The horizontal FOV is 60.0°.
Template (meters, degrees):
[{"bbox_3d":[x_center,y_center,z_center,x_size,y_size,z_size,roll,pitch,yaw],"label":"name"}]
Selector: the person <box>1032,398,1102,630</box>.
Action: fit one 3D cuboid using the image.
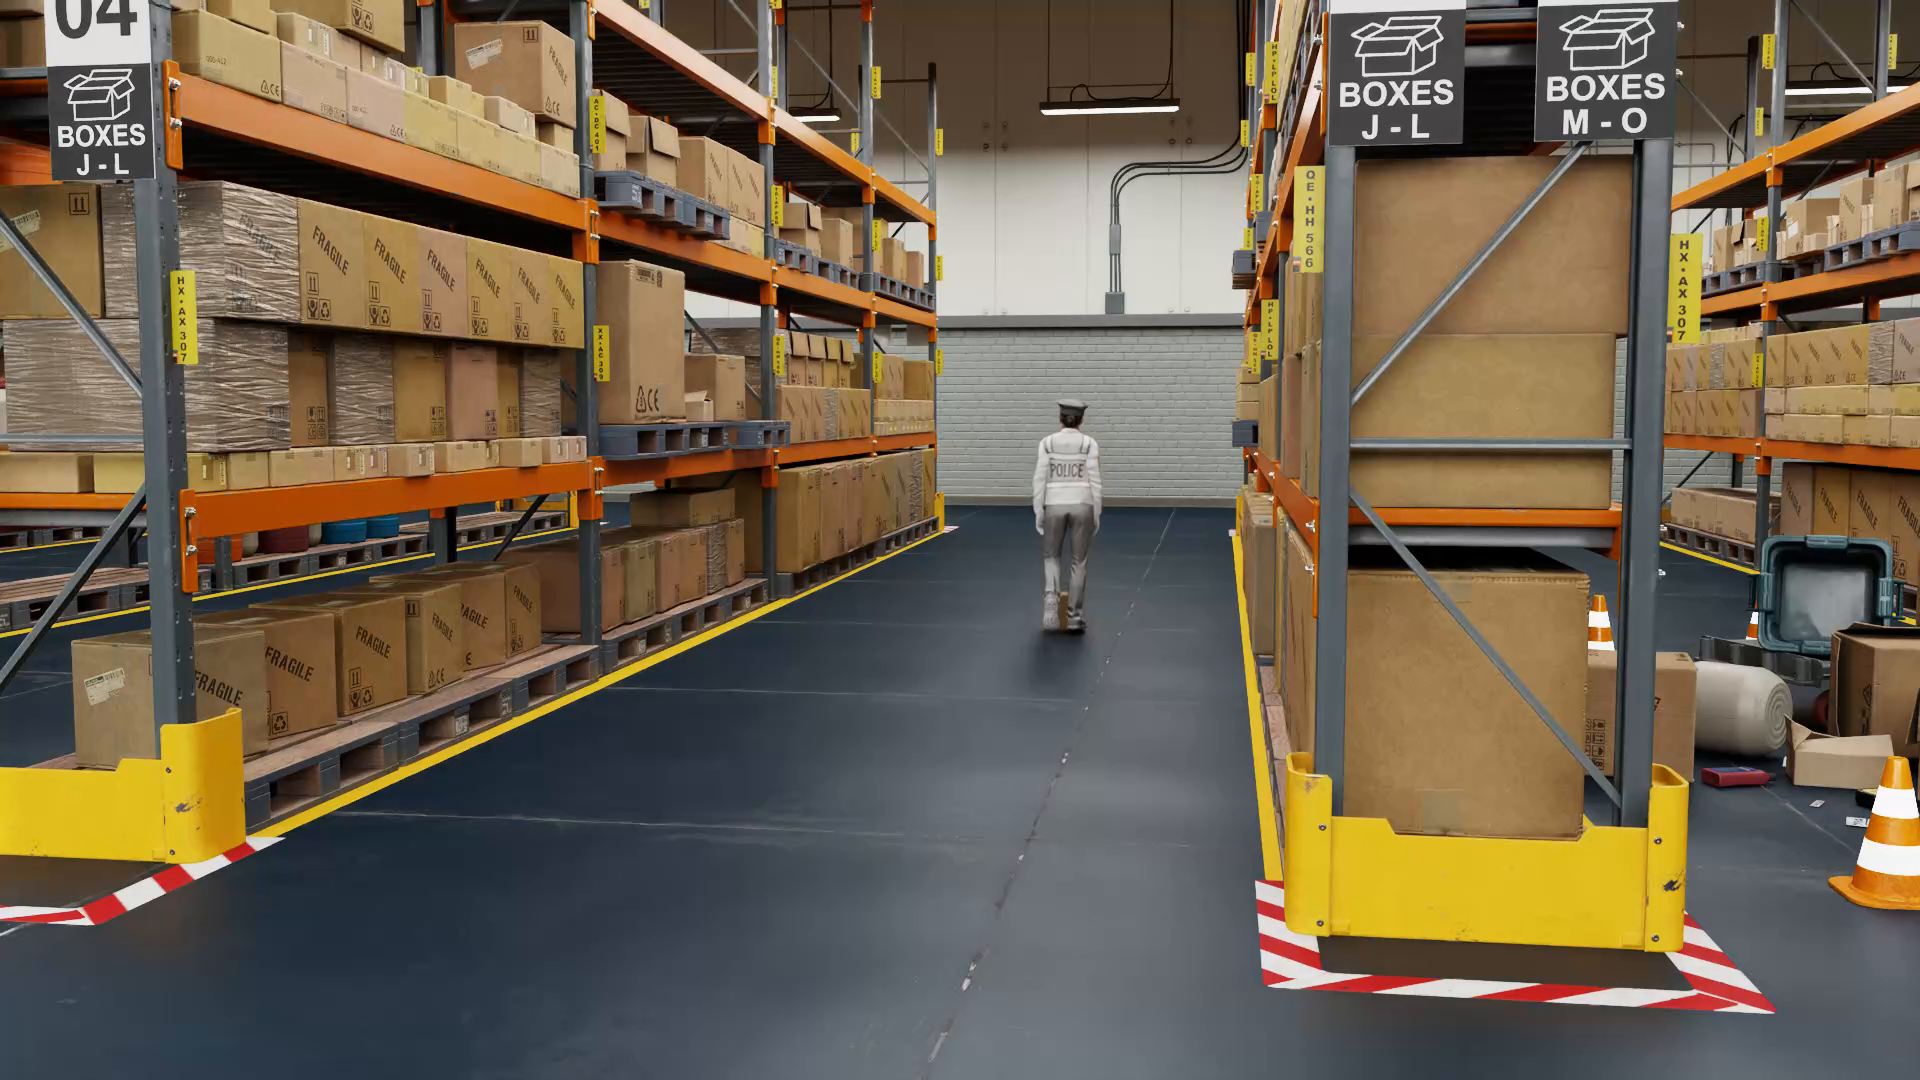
[{"bbox_3d":[0.763,-0.184,11.902,0.497,1.659,0.448,1,5,12],"label":"person"}]
